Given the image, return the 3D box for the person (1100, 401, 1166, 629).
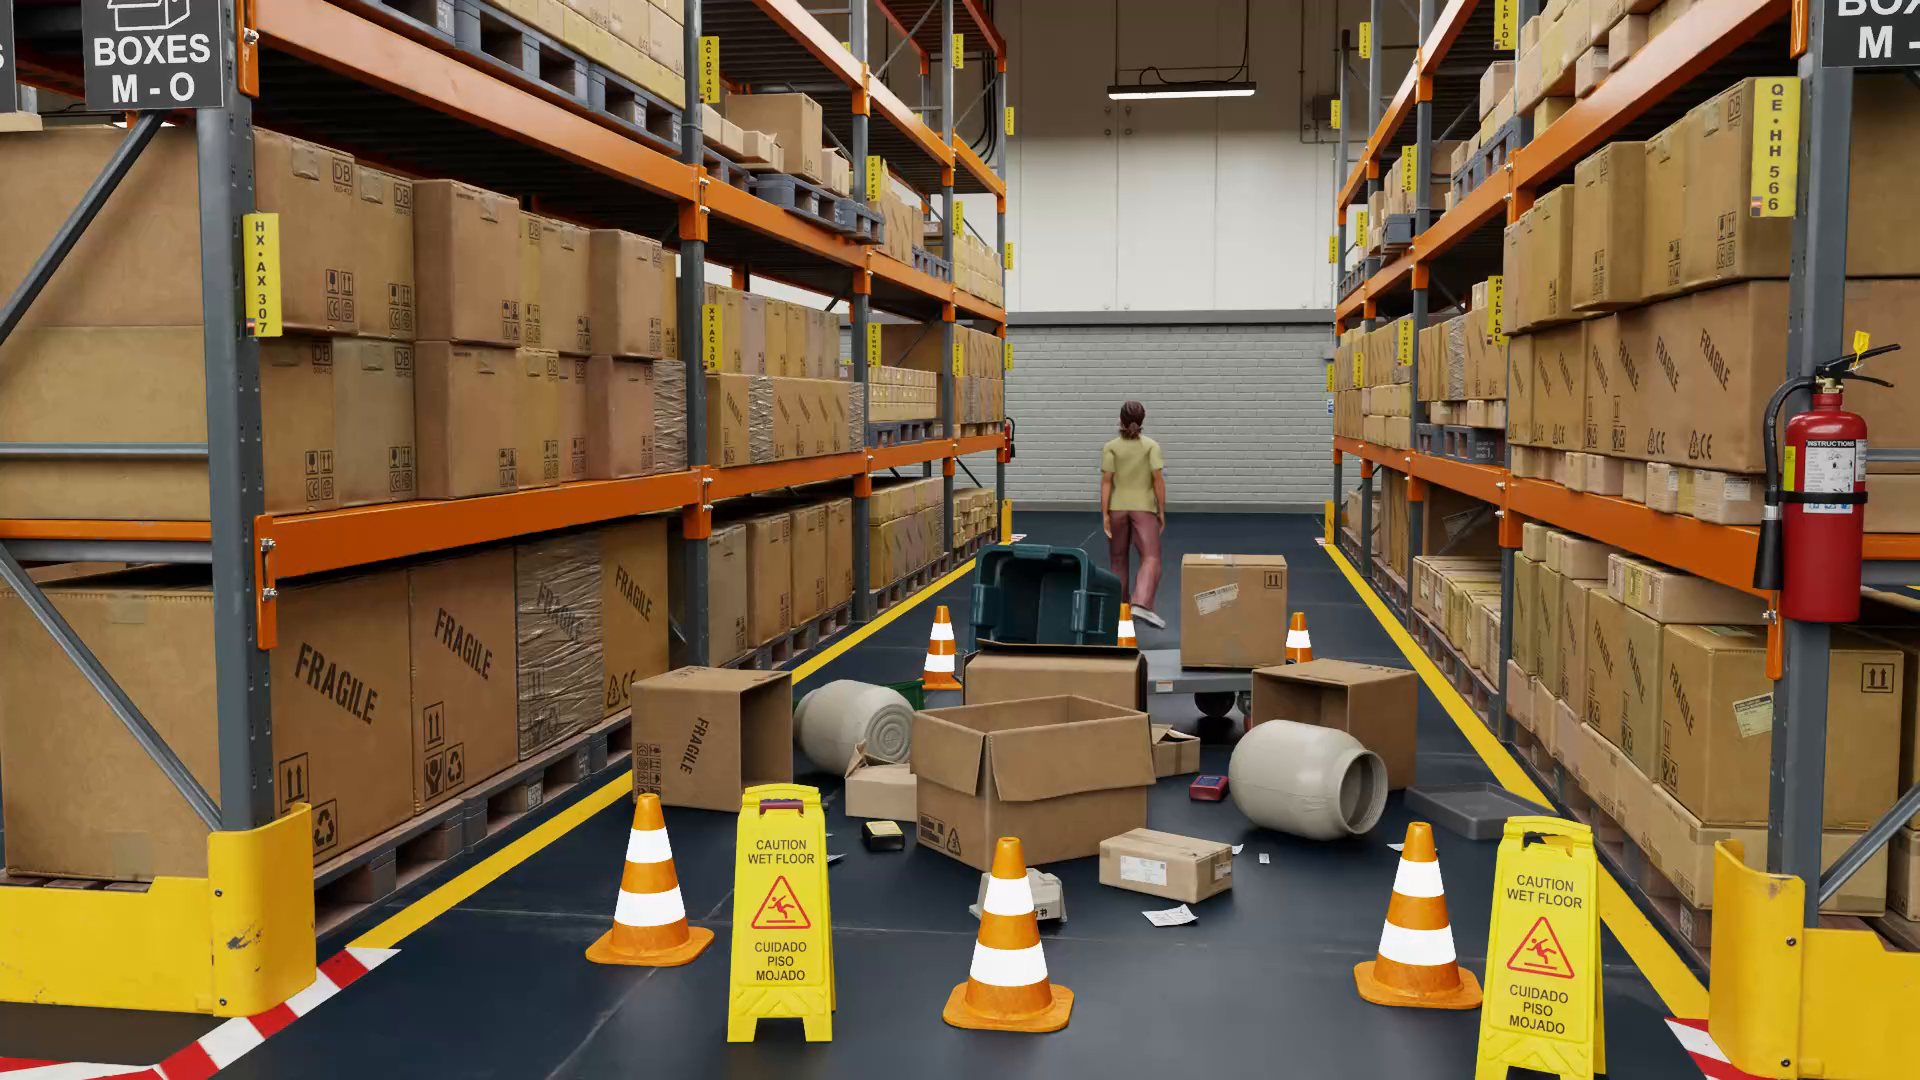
[{"bbox_3d":[1.239,-0.155,11.751,0.513,1.652,0.873,1,5,15],"label":"person"}]
